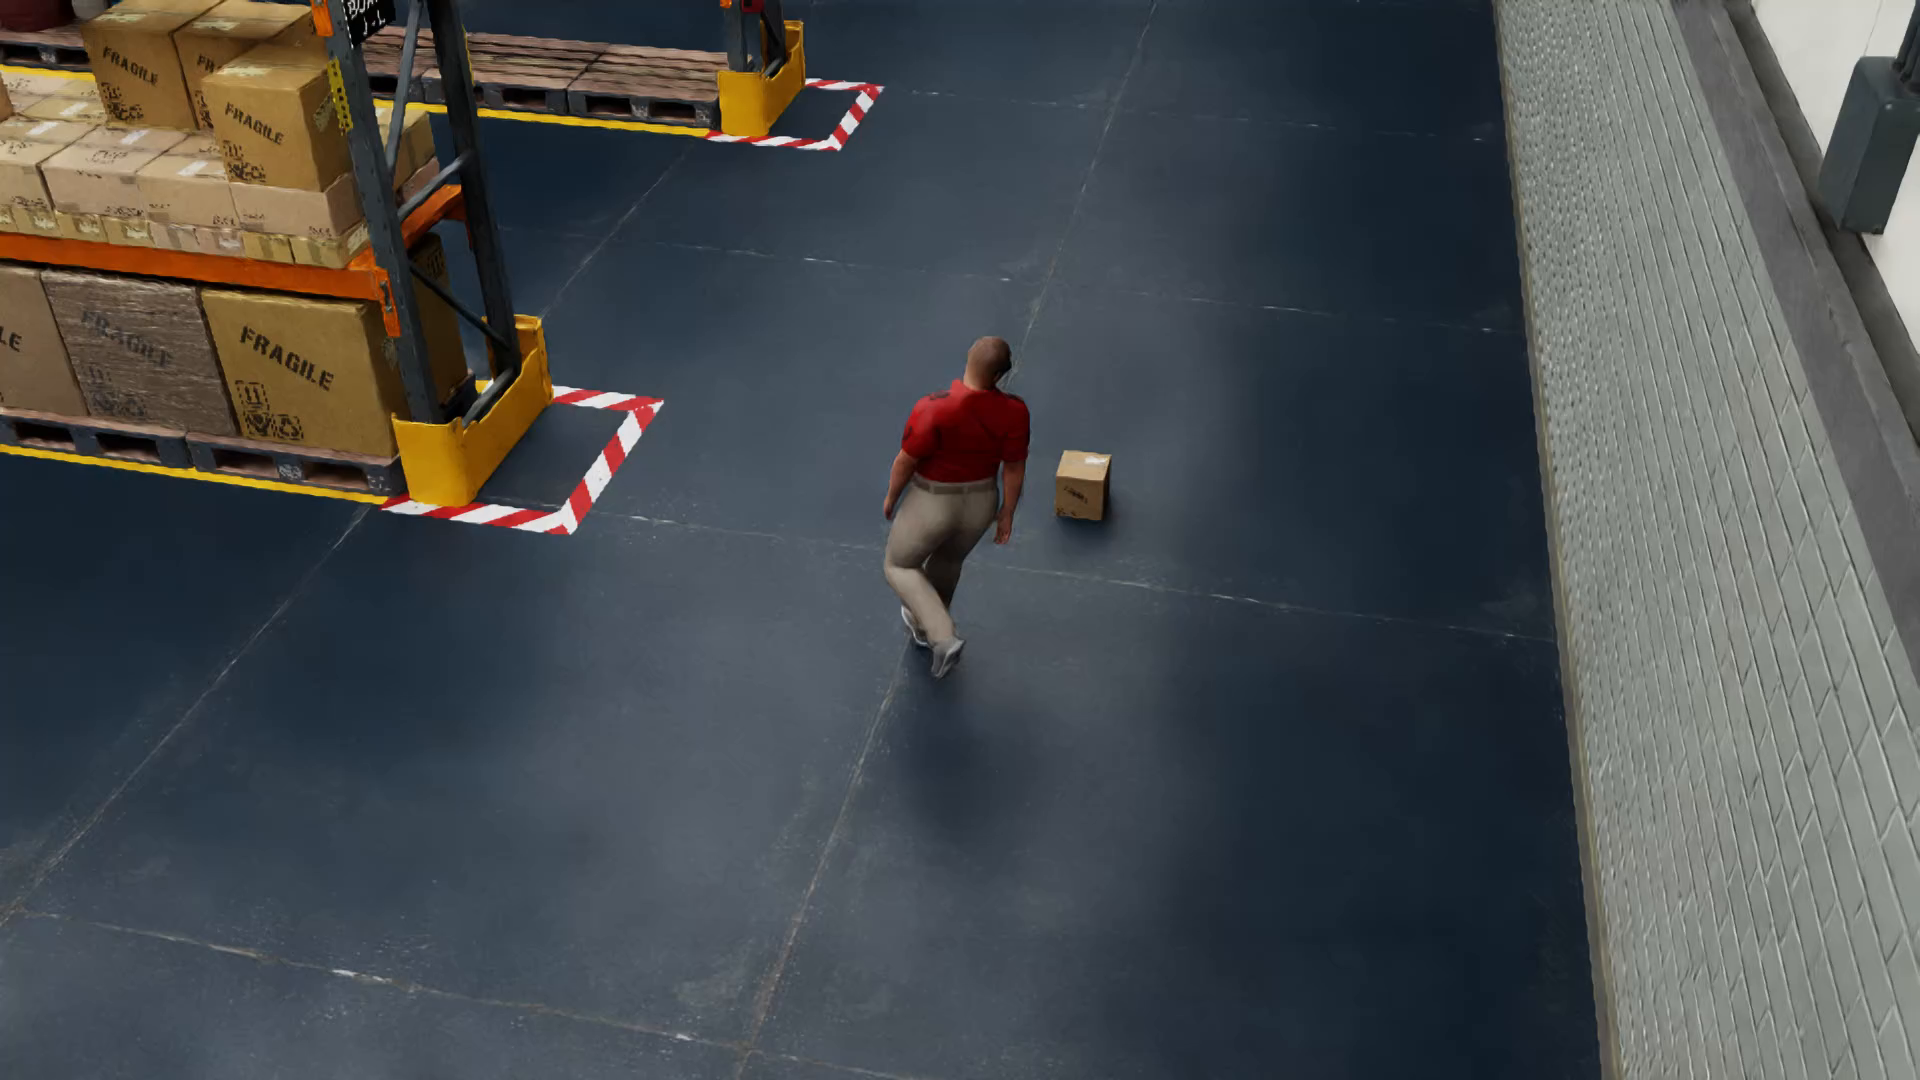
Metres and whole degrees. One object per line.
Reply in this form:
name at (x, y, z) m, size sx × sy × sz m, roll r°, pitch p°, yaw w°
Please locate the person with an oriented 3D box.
person at (-0.025, -0.158, 7.230) m, size 0.609 × 1.672 × 0.771 m, roll -11°, pitch 38°, yaw -14°
